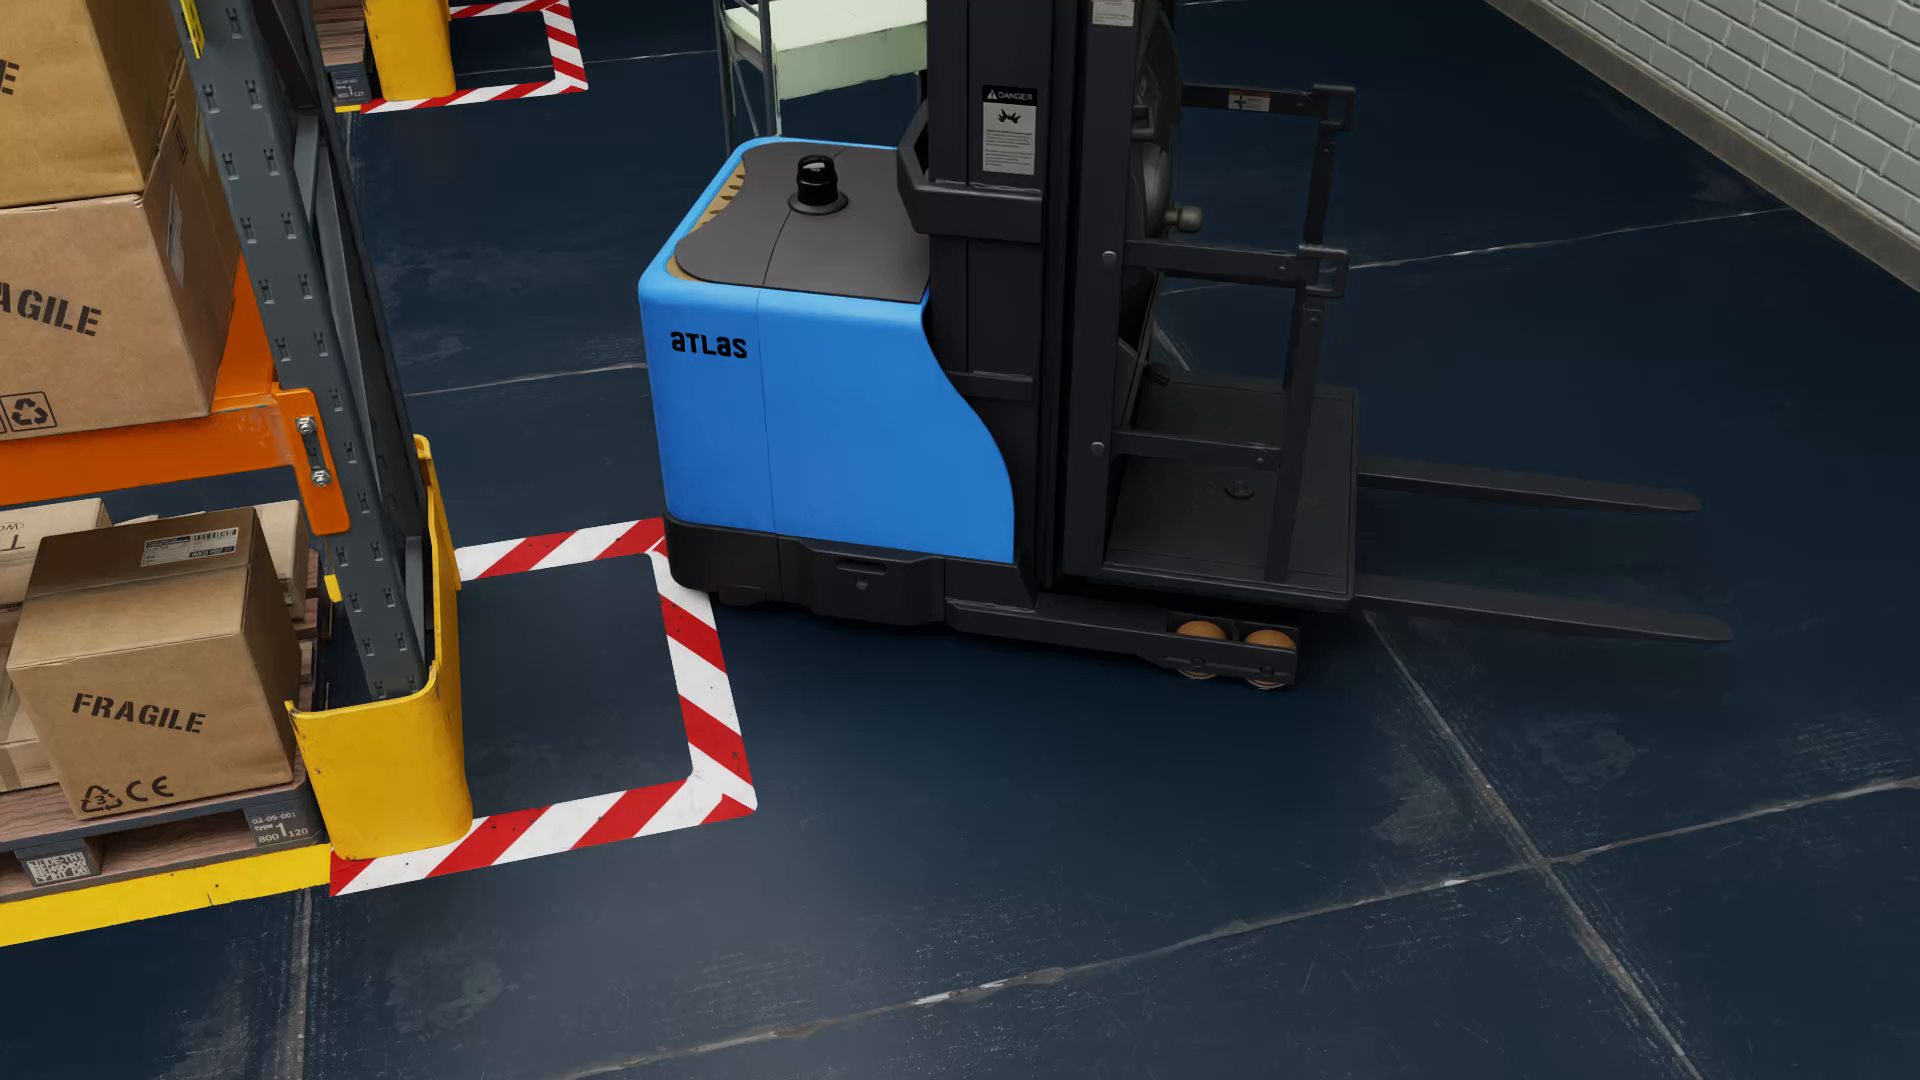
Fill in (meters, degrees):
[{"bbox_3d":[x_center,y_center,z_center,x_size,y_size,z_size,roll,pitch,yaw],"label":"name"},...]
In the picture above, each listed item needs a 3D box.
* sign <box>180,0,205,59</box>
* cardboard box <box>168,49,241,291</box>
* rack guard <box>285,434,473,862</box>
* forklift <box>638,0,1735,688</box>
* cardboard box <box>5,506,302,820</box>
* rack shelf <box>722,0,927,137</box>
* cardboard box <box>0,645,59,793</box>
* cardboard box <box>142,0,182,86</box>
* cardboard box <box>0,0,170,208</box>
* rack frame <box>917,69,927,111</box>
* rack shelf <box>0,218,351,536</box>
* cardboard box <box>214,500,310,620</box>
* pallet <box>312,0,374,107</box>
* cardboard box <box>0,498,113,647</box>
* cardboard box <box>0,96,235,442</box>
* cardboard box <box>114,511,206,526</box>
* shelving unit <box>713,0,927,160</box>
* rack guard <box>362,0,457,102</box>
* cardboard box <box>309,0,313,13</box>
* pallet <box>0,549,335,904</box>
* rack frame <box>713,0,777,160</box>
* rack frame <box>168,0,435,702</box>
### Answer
[{"bbox_3d":[-1.363,-1.011,2.889,0.005,0.325,0.100,-9,38,-12],"label":"sign"},{"bbox_3d":[-1.986,-0.878,3.847,0.500,0.500,0.500,-9,38,-11],"label":"cardboard box"},{"bbox_3d":[-1.562,0.251,4.511,0.348,0.500,1.175,-9,38,-12],"label":"rack guard"},{"bbox_3d":[0.695,-1.099,4.274,3.031,2.935,1.130,7,38,9],"label":"forklift"},{"bbox_3d":[-1.949,0.295,4.091,0.500,0.500,0.500,-9,38,-12],"label":"cardboard box"},{"bbox_3d":[-0.360,-1.568,5.423,0.720,0.370,0.431,-19,41,-23],"label":"rack shelf"},{"bbox_3d":[-2.364,0.439,4.178,0.250,0.166,0.380,-9,38,-12],"label":"cardboard box"},{"bbox_3d":[-1.986,-1.275,3.543,0.500,0.500,0.500,-8,38,-11],"label":"cardboard box"},{"bbox_3d":[-1.847,-0.959,3.130,0.500,0.500,0.500,-10,38,-12],"label":"cardboard box"},{"bbox_3d":[-0.043,-1.369,5.806,0.023,1.500,0.400,-19,41,-23],"label":"rack frame"},{"bbox_3d":[-3.419,-0.151,3.571,4.000,0.370,1.077,-9,38,-12],"label":"rack shelf"},{"bbox_3d":[-1.983,0.068,4.676,0.250,0.149,0.380,-9,38,-12],"label":"cardboard box"},{"bbox_3d":[-3.535,-2.379,8.186,1.213,0.211,1.003,-9,38,-12],"label":"pallet"},{"bbox_3d":[-2.570,0.162,4.470,0.500,0.250,0.500,-9,38,-12],"label":"cardboard box"},{"bbox_3d":[-1.850,-0.563,3.435,0.500,0.500,0.500,-8,38,-11],"label":"cardboard box"},{"bbox_3d":[-2.224,0.101,4.619,0.250,0.166,0.380,-9,38,-12],"label":"cardboard box"},{"bbox_3d":[-0.360,-1.258,5.661,0.755,1.500,0.431,-19,41,-23],"label":"shelving unit"},{"bbox_3d":[-2.761,-2.670,8.329,0.348,0.500,1.175,-9,38,-12],"label":"rack guard"},{"bbox_3d":[-3.433,-2.663,7.975,0.500,0.500,0.700,-9,38,-12],"label":"cardboard box"},{"bbox_3d":[-2.331,0.493,4.433,1.213,0.211,1.003,-9,38,-12],"label":"pallet"},{"bbox_3d":[-0.678,-1.147,5.516,0.023,1.500,0.400,-19,41,-23],"label":"rack frame"},{"bbox_3d":[-1.489,-0.754,3.767,0.127,3.000,1.000,-9,38,-12],"label":"rack frame"}]
